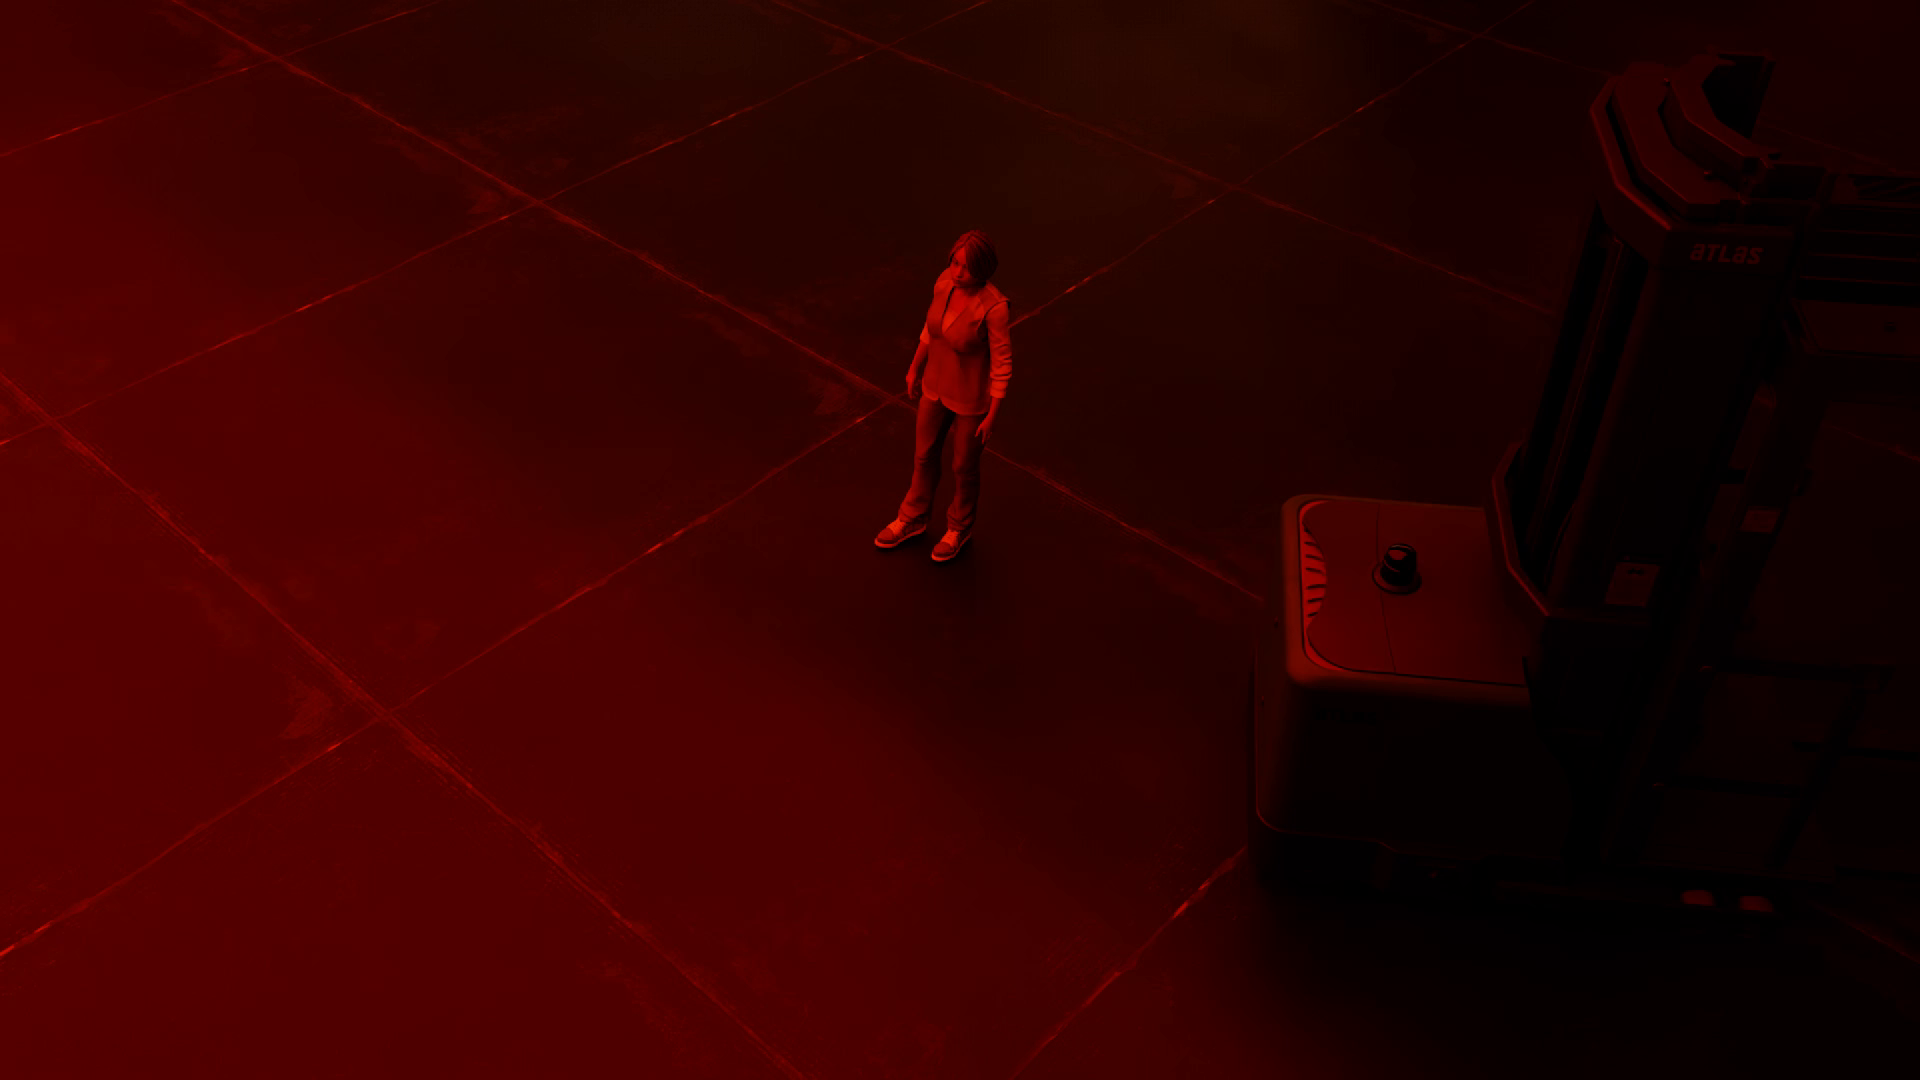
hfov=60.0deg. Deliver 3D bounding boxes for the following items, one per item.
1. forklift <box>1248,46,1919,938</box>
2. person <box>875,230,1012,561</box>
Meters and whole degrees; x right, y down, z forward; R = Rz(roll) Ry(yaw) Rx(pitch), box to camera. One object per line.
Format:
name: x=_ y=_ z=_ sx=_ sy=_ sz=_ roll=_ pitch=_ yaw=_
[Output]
forklift: x=2.637 y=-0.045 z=5.481 sx=3.031 sy=2.935 sz=1.130 roll=5 pitch=41 yaw=6
person: x=-0.060 y=-0.581 z=7.122 sx=0.520 sy=1.593 sz=0.475 roll=31 pitch=49 yaw=31
